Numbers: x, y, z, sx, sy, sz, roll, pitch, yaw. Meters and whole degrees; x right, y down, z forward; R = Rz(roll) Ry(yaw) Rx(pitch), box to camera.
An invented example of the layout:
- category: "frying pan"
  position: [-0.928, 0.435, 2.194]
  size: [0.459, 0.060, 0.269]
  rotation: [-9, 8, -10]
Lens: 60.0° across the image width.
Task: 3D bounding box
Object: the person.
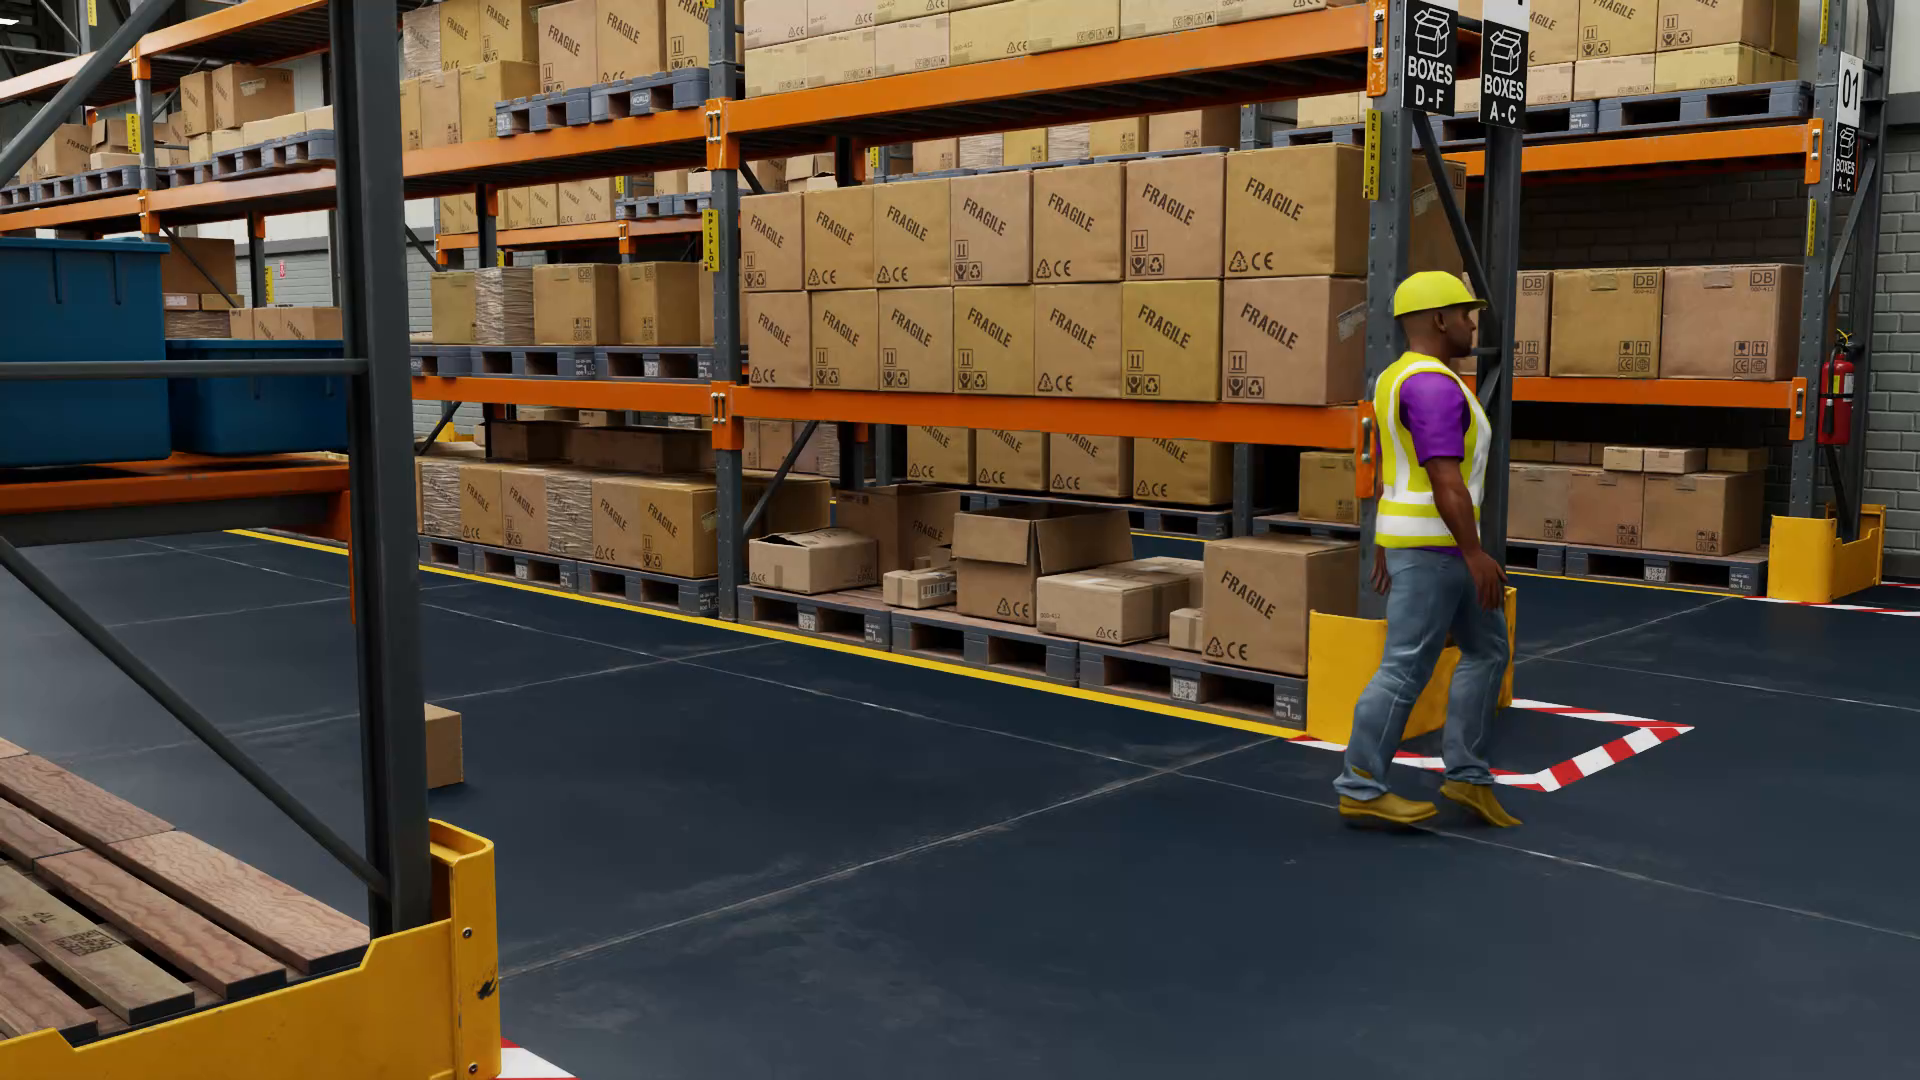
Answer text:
- category: "person"
  position: [1.521, 0.060, 5.302]
  size: [0.621, 1.817, 0.637]
  rotation: [1, 7, 9]
